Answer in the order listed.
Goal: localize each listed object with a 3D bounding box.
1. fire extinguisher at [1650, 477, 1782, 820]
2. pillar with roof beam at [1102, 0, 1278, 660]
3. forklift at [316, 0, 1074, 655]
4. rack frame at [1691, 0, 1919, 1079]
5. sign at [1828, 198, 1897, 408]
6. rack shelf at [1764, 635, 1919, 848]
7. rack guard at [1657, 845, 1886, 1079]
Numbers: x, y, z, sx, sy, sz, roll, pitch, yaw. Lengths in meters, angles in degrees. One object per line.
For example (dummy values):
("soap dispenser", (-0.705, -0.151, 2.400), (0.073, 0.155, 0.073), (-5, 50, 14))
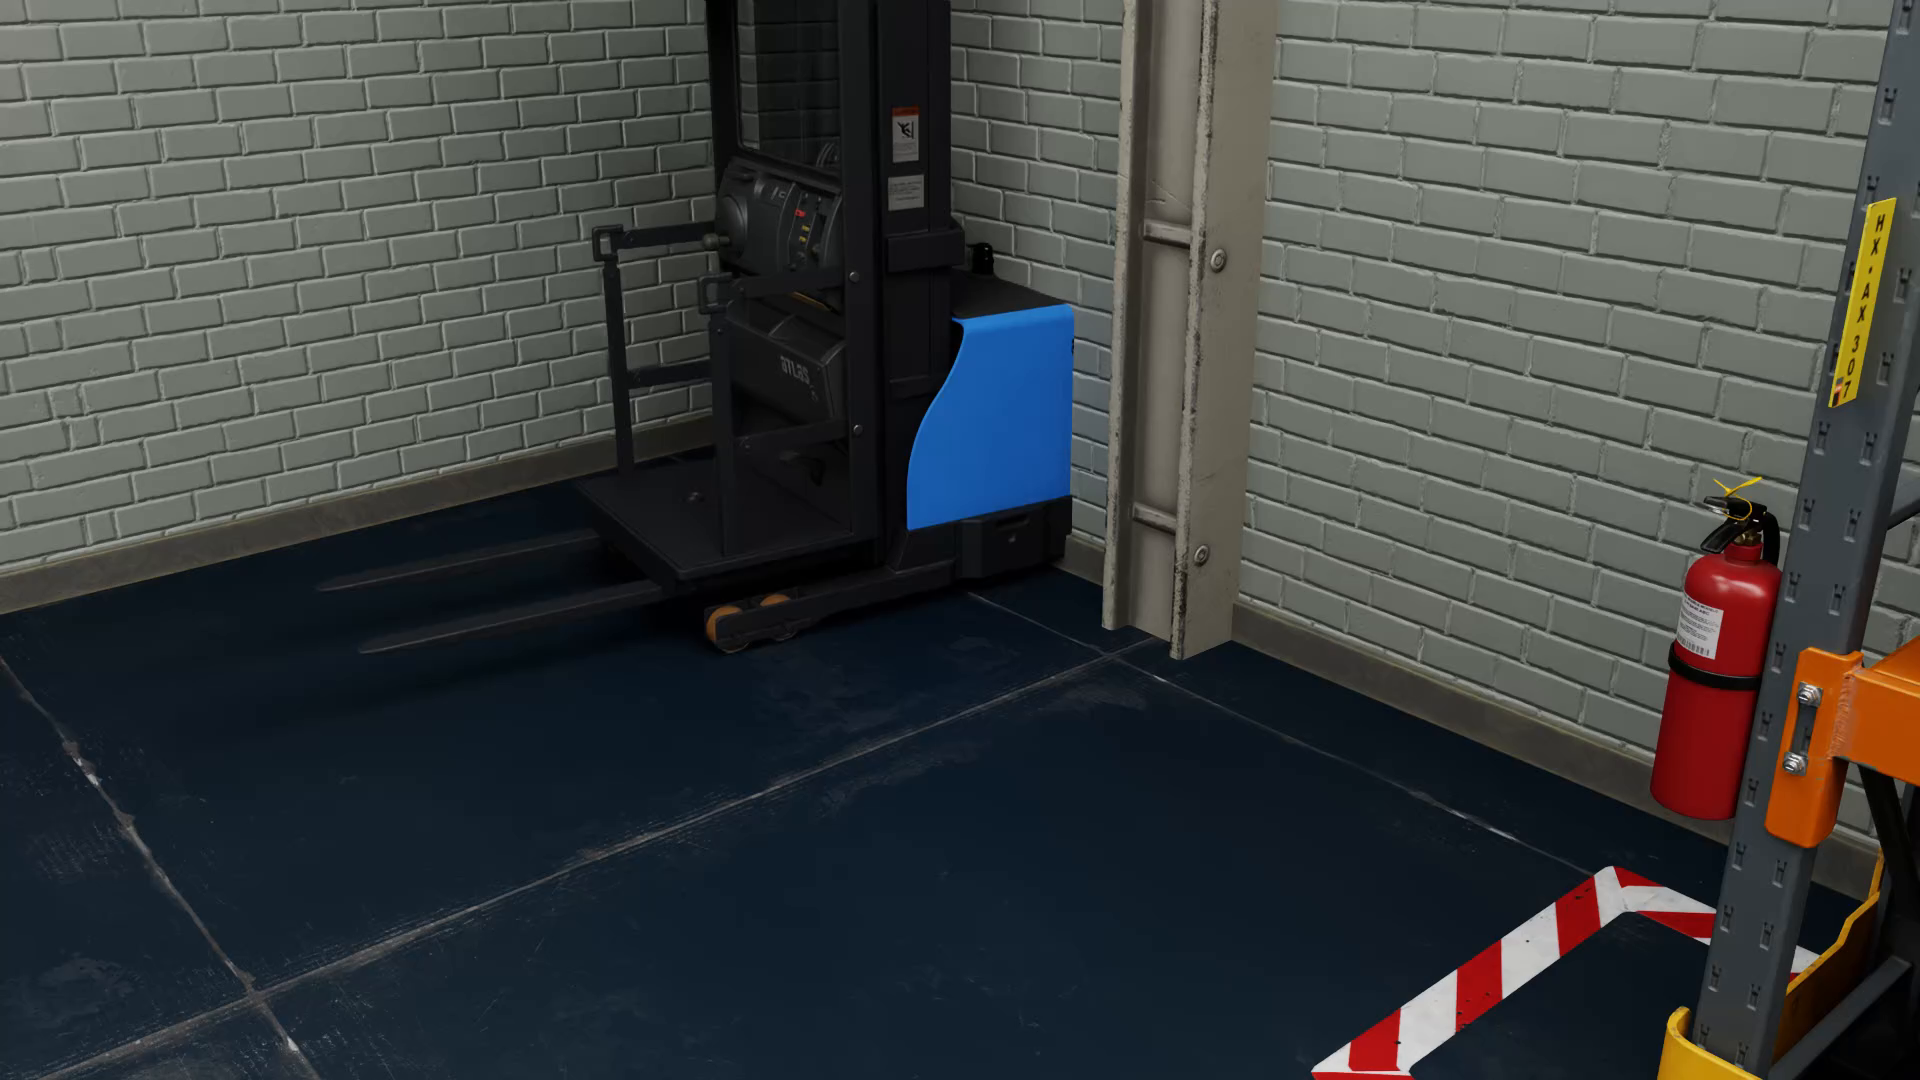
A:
("fire extinguisher", (1.398, 0.178, 3.033), (0.296, 0.674, 0.183), (-17, 27, -37))
("pillar with roof beam", (-2.494, -2.829, 1.867), (9.100, 9.000, 0.400), (-17, 27, -37))
("forklift", (-0.845, -1.181, 5.980), (3.031, 2.935, 1.130), (-13, 25, -29))
("rack frame", (1.845, -0.101, 3.128), (1.000, 3.000, 0.127), (-17, 27, -37))
("sign", (1.434, -0.375, 2.640), (0.100, 0.325, 0.005), (-17, 27, -37))
("rack shelf", (3.150, 0.787, 1.848), (1.077, 0.370, 4.000), (-17, 27, -37))
("rack guard", (1.894, 1.084, 3.530), (1.175, 0.500, 0.348), (-17, 27, -37))
